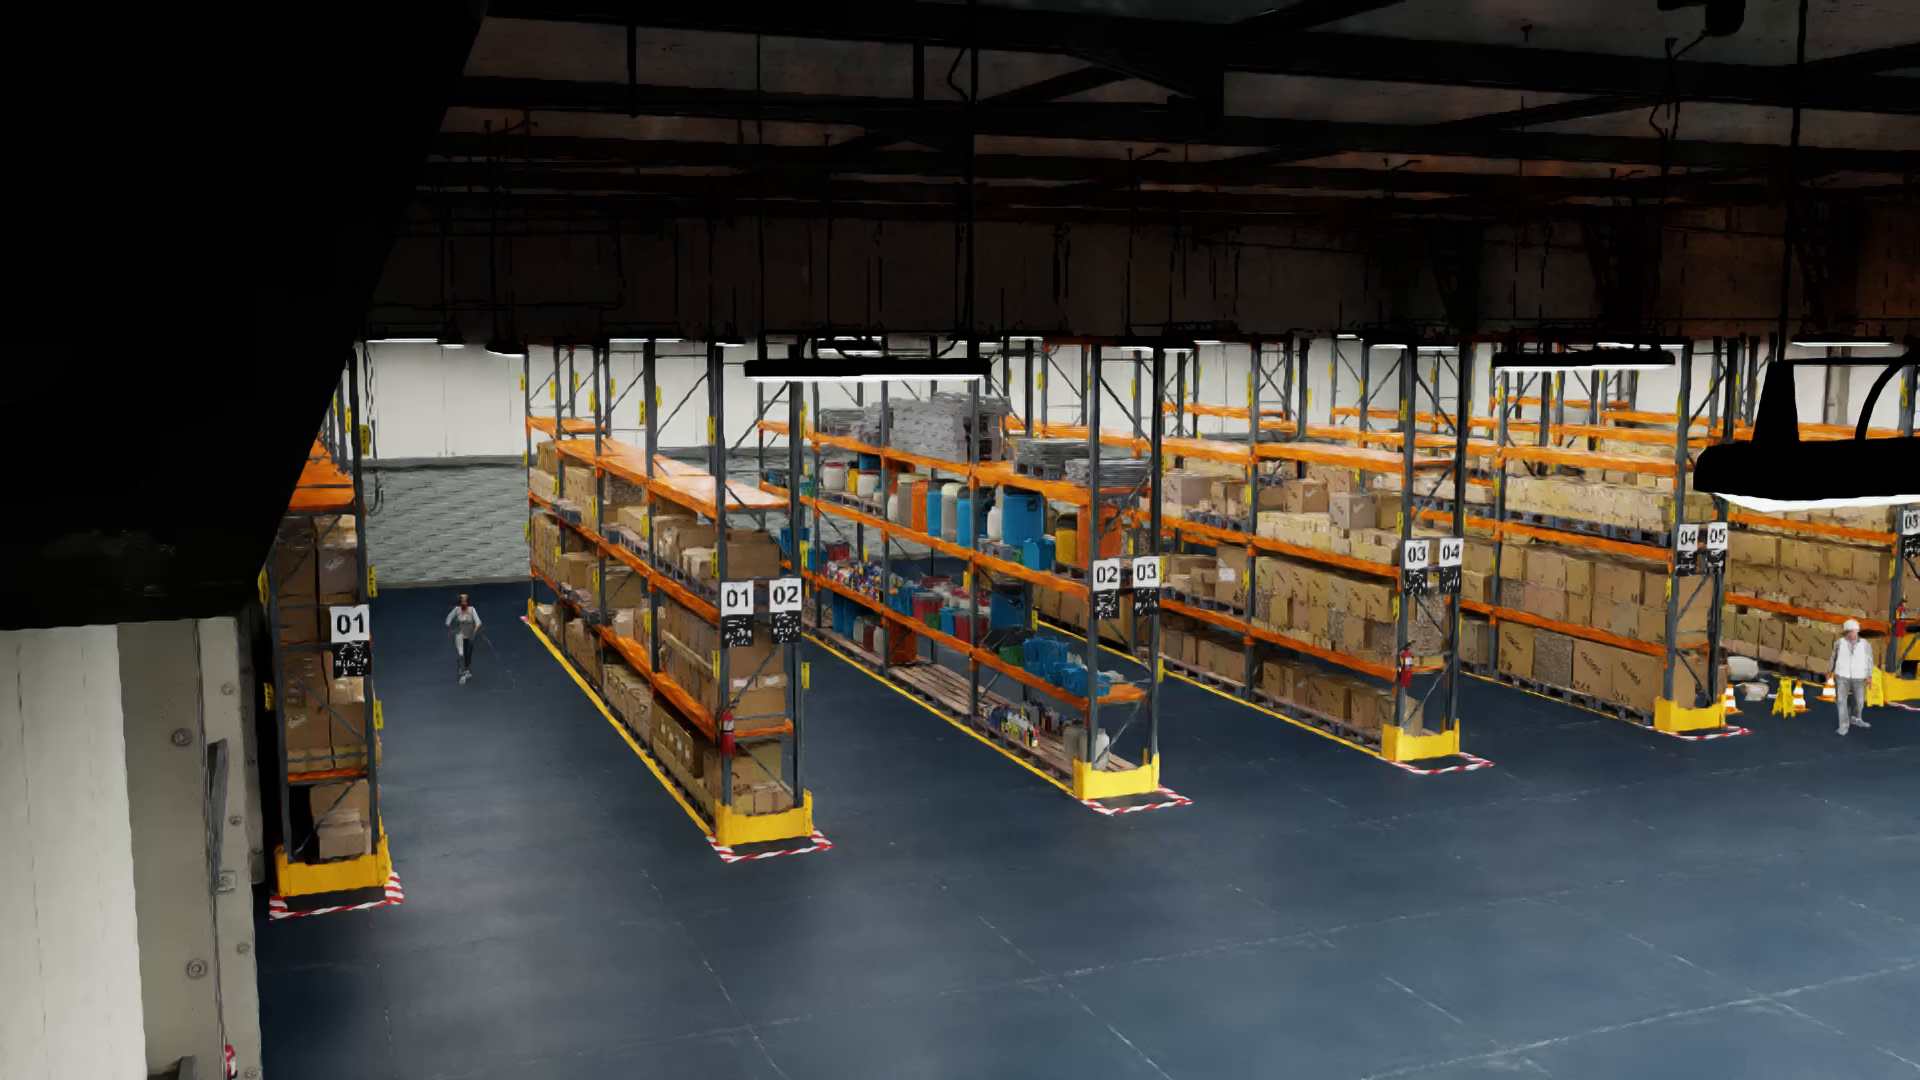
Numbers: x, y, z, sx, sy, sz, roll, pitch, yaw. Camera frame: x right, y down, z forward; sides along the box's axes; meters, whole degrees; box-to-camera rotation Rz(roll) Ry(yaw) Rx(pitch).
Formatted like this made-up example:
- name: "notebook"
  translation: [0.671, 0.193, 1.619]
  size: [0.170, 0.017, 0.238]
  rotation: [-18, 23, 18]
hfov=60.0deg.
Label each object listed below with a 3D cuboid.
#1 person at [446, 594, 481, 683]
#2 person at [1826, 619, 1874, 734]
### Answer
- name: "person"
  translation: [-8.713, 1.693, 29.233]
  size: [0.560, 1.527, 0.820]
  rotation: [-4, 9, -27]
- name: "person"
  translation: [13.697, 2.073, 25.575]
  size: [0.661, 1.757, 0.693]
  rotation: [4, 8, 26]
